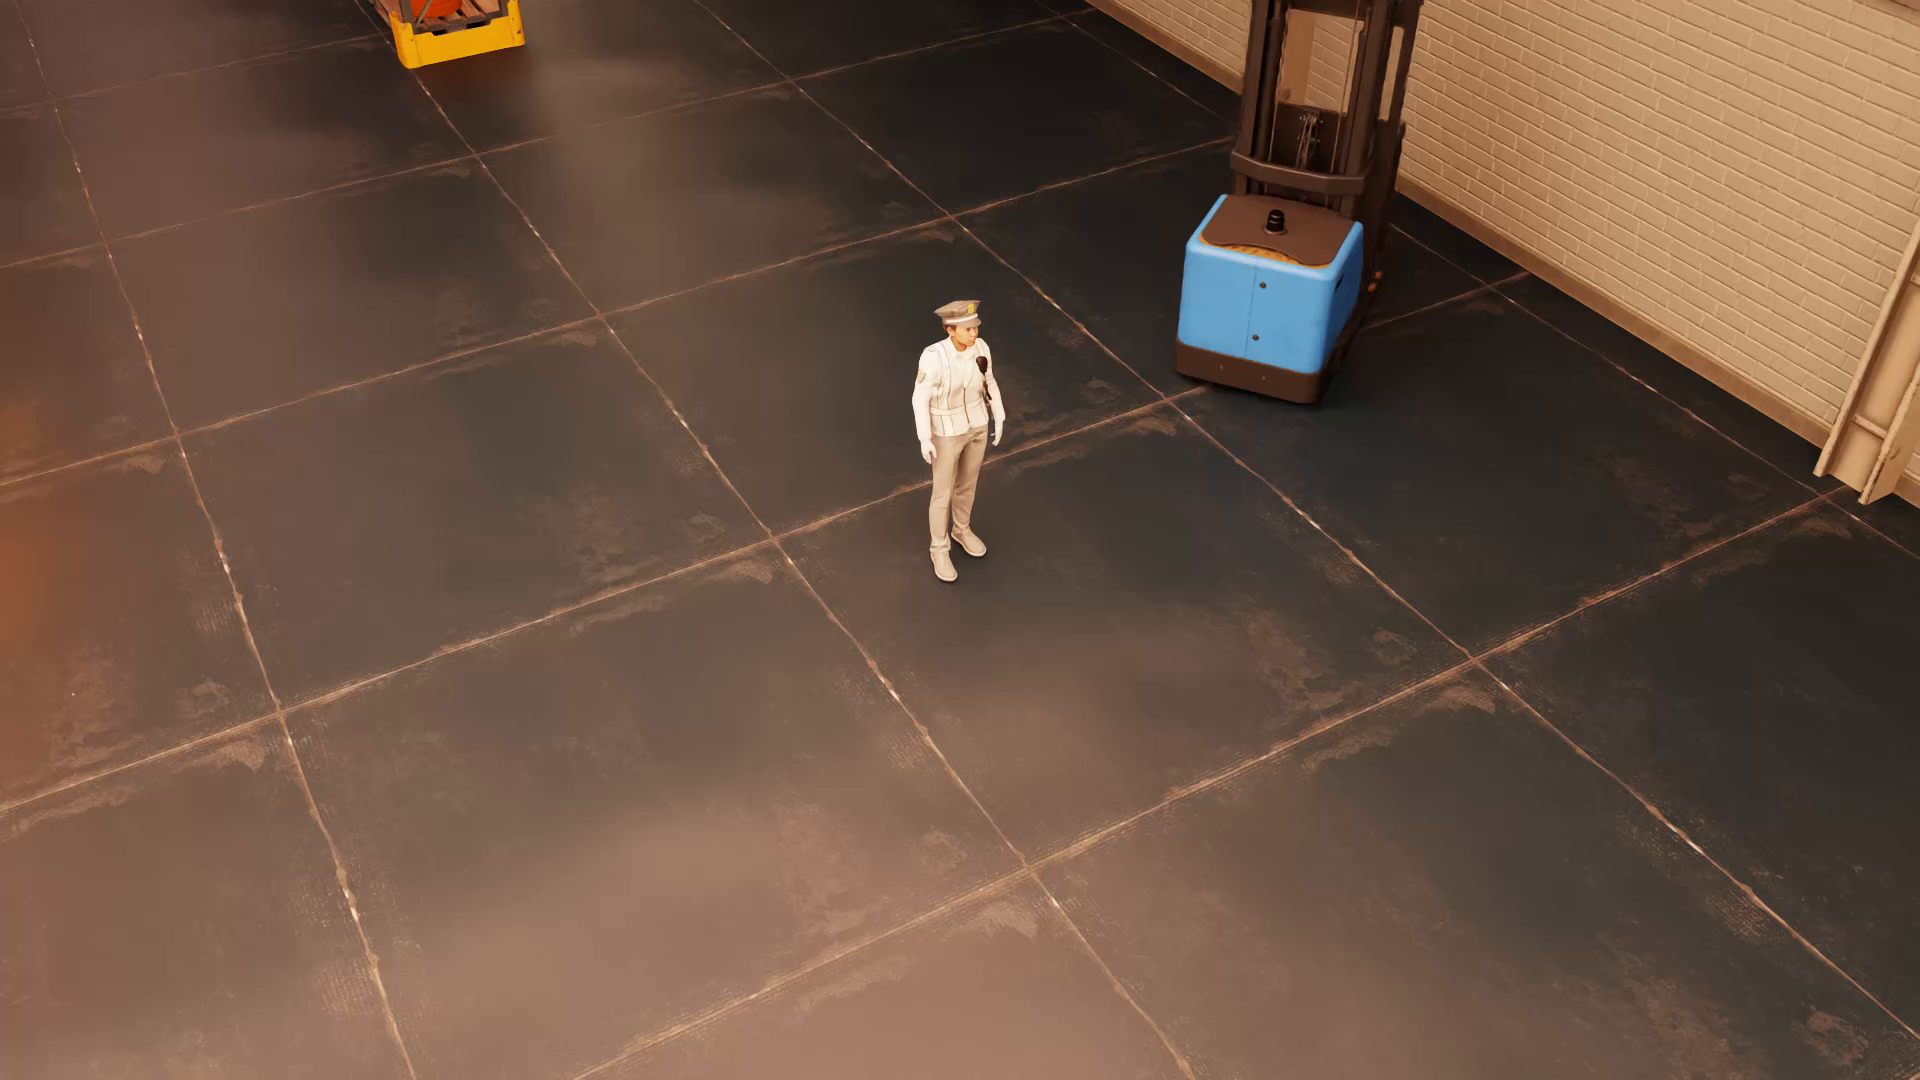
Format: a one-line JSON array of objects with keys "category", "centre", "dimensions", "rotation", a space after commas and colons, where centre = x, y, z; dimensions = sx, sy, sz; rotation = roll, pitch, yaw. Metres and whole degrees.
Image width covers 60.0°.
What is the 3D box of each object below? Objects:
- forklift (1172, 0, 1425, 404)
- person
[{"category": "forklift", "centre": [2.571, -2.995, 11.647], "dimensions": [1.130, 2.935, 3.031], "rotation": [16, 42, 19]}, {"category": "person", "centre": [0.028, -0.617, 9.738], "dimensions": [0.586, 1.694, 0.530], "rotation": [-20, 44, -23]}]
